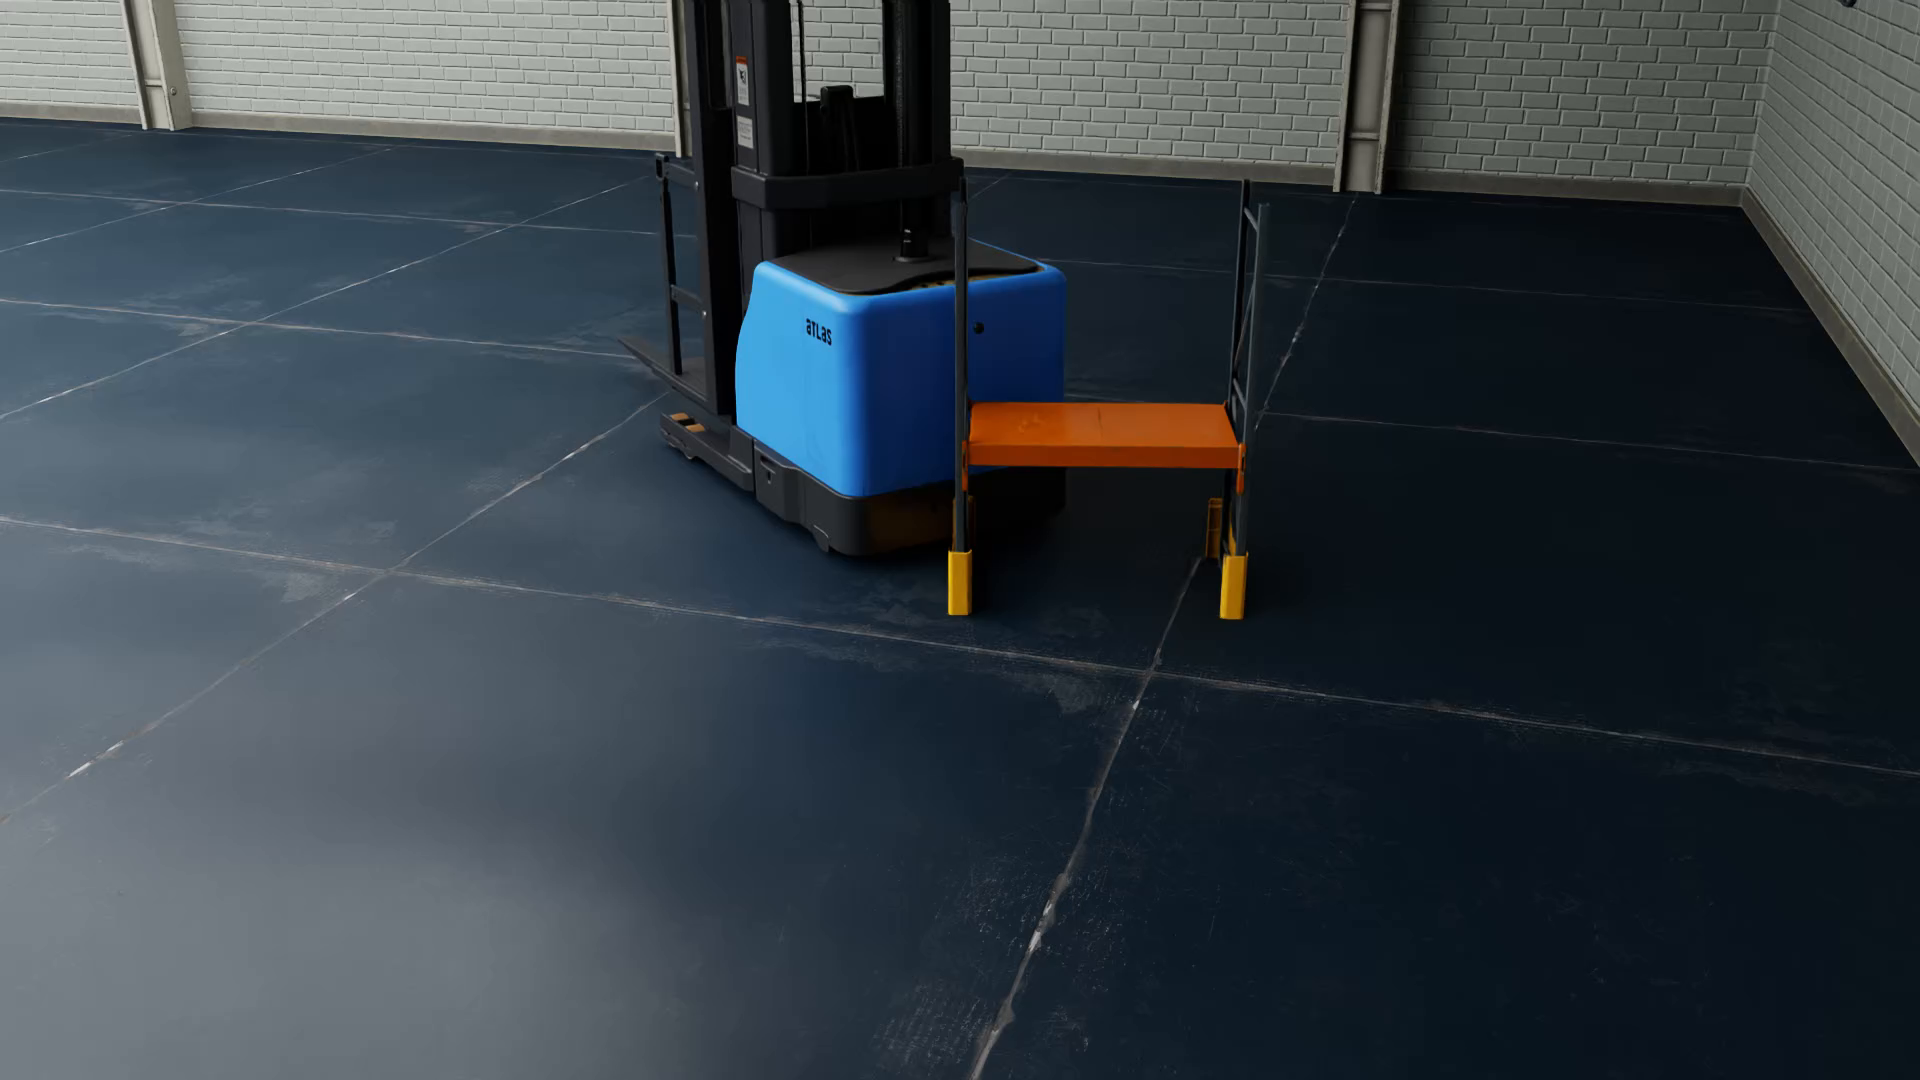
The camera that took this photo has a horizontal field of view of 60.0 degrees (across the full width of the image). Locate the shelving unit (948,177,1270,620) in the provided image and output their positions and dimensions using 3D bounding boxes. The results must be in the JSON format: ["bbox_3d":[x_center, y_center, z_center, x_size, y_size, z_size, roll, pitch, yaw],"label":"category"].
[{"bbox_3d":[0.507,-0.520,6.061,1.083,1.500,0.587,1,22,2],"label":"shelving unit"}]

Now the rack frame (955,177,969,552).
[{"bbox_3d":[0.008,-0.526,6.077,0.032,1.500,0.500,1,22,2],"label":"rack frame"}]

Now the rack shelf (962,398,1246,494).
[{"bbox_3d":[0.516,-0.353,6.129,1.000,0.185,0.538,1,22,2],"label":"rack shelf"}]

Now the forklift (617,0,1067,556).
[{"bbox_3d":[-0.754,-1.806,7.312,1.130,2.935,3.031,-13,26,-28],"label":"forklift"}]

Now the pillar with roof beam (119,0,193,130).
[{"bbox_3d":[-9.394,-6.849,11.610,0.400,9.000,9.100,7,23,16],"label":"pillar with roof beam"}]

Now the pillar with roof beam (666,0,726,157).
[{"bbox_3d":[-3.650,-6.191,10.006,0.400,9.000,9.100,7,23,16],"label":"pillar with roof beam"}]

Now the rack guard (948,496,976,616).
[{"bbox_3d":[0.009,0.052,6.314,0.087,0.250,0.587,1,22,2],"label":"rack guard"}]

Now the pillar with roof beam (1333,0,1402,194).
[{"bbox_3d":[2.095,-5.534,8.403,0.400,9.000,9.100,7,23,16],"label":"pillar with roof beam"}]

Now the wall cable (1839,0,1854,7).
[{"bbox_3d":[5.777,-4.858,10.847,0.112,2.526,3.097,7,23,16],"label":"wall cable"}]

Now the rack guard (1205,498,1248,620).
[{"bbox_3d":[1.004,0.065,6.283,0.087,0.250,0.587,1,22,2],"label":"rack guard"}]

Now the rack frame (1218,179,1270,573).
[{"bbox_3d":[1.024,-0.513,6.045,0.032,1.500,0.500,1,22,2],"label":"rack frame"}]
